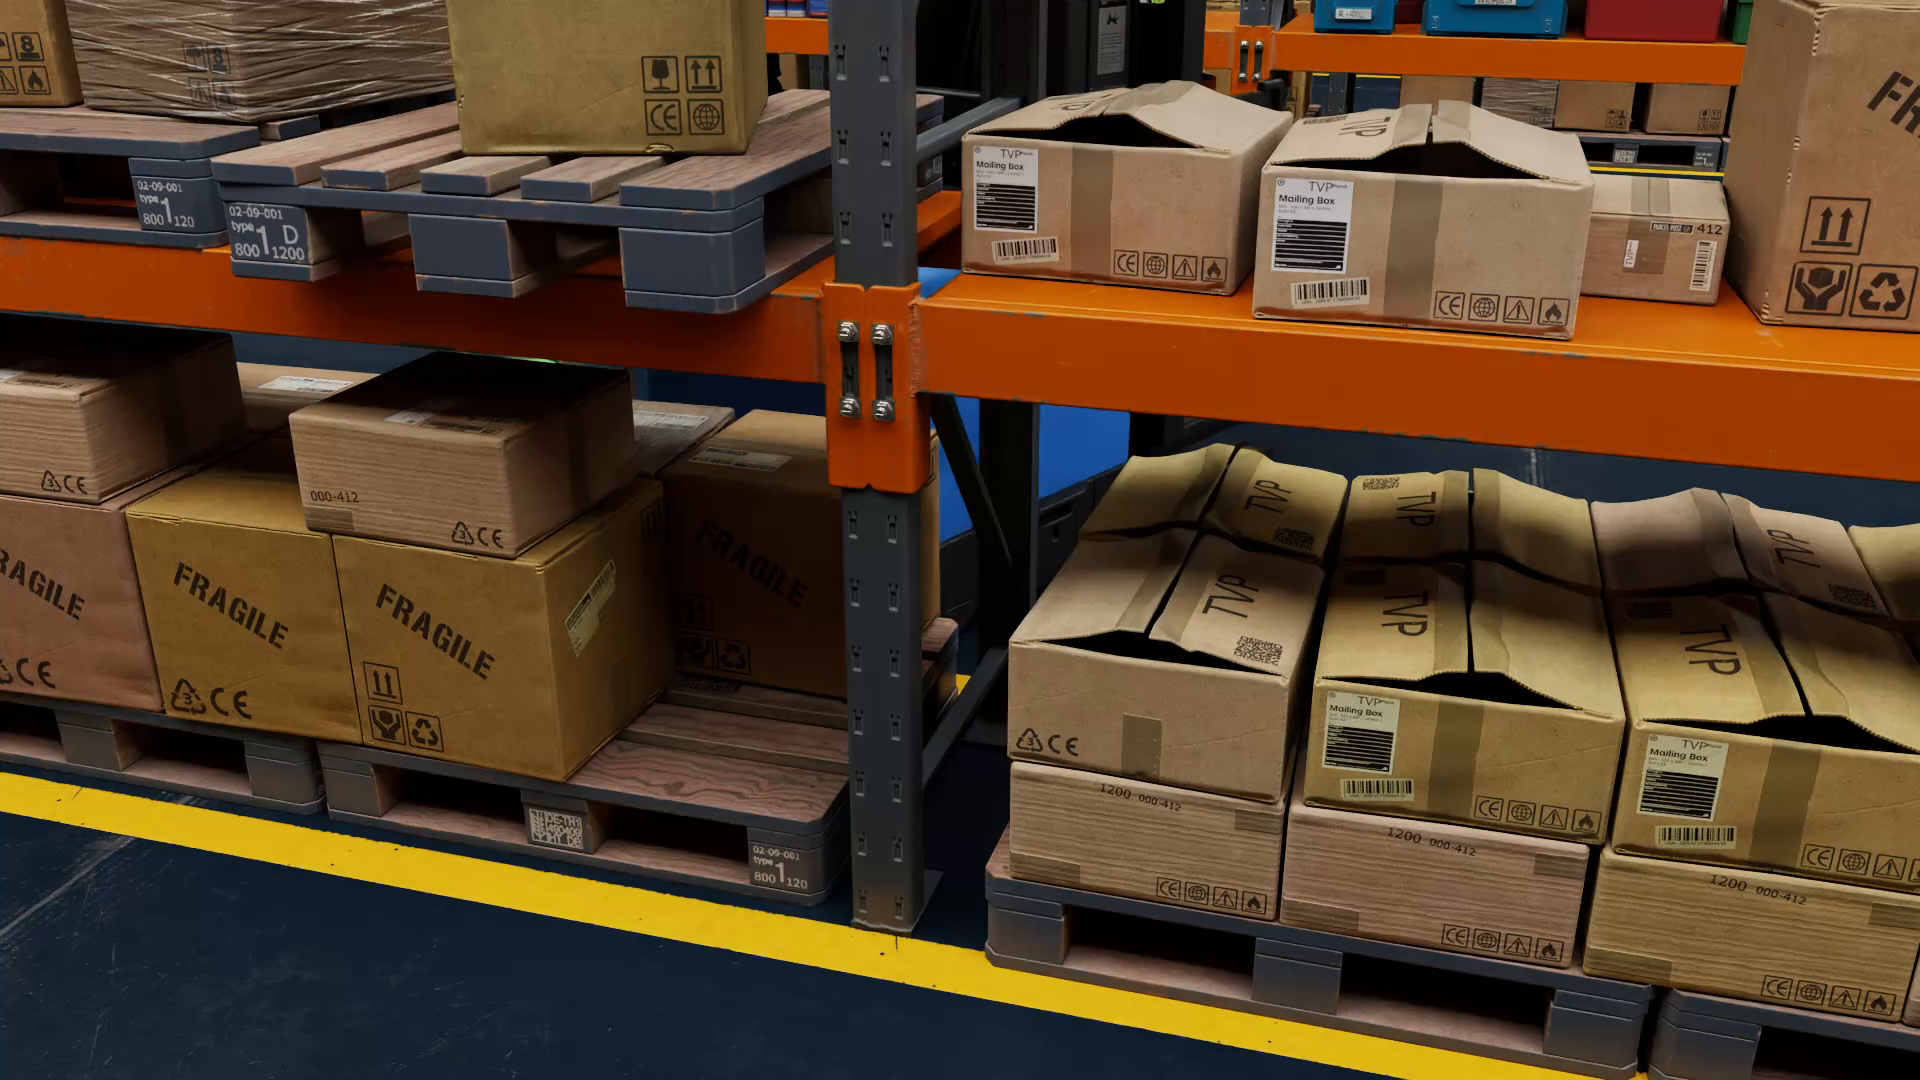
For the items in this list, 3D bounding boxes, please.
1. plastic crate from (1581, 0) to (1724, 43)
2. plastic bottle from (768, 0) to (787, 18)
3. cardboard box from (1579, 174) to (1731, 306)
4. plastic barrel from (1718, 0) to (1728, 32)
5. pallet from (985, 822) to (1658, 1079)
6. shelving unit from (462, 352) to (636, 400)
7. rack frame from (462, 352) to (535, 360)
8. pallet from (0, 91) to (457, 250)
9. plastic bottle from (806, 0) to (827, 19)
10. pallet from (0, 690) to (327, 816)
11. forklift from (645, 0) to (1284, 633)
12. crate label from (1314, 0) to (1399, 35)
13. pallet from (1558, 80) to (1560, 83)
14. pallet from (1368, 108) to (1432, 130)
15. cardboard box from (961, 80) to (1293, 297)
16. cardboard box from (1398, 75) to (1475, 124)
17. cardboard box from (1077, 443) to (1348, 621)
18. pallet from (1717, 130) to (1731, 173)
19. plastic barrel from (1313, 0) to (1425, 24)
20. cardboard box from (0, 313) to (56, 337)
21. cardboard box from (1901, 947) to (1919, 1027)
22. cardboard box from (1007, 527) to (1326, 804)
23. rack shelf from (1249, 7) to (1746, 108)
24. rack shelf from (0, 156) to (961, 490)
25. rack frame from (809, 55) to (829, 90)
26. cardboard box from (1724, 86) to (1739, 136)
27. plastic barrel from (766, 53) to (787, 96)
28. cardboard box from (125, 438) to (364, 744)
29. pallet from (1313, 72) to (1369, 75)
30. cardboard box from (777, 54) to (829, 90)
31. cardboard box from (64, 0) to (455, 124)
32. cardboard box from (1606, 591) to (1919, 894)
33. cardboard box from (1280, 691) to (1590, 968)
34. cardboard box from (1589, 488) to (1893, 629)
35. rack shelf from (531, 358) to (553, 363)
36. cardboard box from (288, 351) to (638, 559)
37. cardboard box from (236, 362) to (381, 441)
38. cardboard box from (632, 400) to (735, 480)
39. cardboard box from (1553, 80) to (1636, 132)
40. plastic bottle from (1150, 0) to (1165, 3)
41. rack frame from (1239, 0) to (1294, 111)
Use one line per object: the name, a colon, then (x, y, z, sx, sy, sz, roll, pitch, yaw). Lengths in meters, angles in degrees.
plastic crate: (2.879, -2.320, 6.889, 0.583, 0.464, 0.402, 7, 23, 16)
plastic bottle: (-0.864, -2.619, 7.871, 0.097, 0.271, 0.097, 0, 22, 0)
cardboard box: (1.223, -0.544, 2.974, 0.250, 0.149, 0.380, 8, 24, 19)
plastic barrel: (3.281, -2.515, 7.270, 0.433, 0.535, 0.433, 0, 22, 0)
pallet: (0.763, 0.615, 3.492, 1.213, 0.211, 1.003, 7, 23, 16)
shelving unit: (-1.191, -0.460, 4.810, 0.503, 1.200, 0.258, 19, 29, 39)
rack frame: (-1.369, -0.523, 4.964, 0.015, 1.200, 0.240, 19, 29, 39)
pallet: (-1.877, -0.902, 3.769, 1.213, 0.211, 1.003, 7, 23, 16)
plastic bottle: (-0.629, -2.638, 7.813, 0.185, 0.351, 0.144, 7, 23, 16)
pallet: (-1.882, 0.281, 4.307, 1.213, 0.211, 1.003, 7, 23, 16)
forklift: (0.416, -1.565, 5.223, 1.130, 2.935, 3.031, 18, 28, 37)
crate label: (1.715, -2.319, 7.191, 0.416, 0.233, 0.303, 7, 23, 16)
pallet: (6.278, -4.631, 16.281, 1.213, 0.211, 1.003, 7, 23, 16)
pallet: (3.599, -3.002, 12.310, 1.213, 0.211, 1.003, 7, 23, 16)
cardboard box: (0.322, -0.682, 3.098, 0.500, 0.311, 0.500, 8, 24, 19)
cardboard box: (3.498, -3.359, 12.220, 0.500, 0.500, 0.700, 5, 23, 13)
cardboard box: (0.559, 0.007, 3.631, 0.500, 0.311, 0.500, 7, 23, 17)
pallet: (5.935, -2.734, 11.658, 1.213, 0.211, 1.003, 7, 23, 16)
plastic barrel: (1.952, -2.701, 7.722, 0.708, 0.536, 0.600, 7, 23, 16)
cardboard box: (-2.493, -0.361, 3.922, 0.500, 0.250, 0.500, 7, 23, 16)
cardboard box: (1.874, 0.629, 2.855, 0.500, 0.250, 0.500, 7, 23, 17)
cardboard box: (0.402, 0.203, 3.153, 0.500, 0.311, 0.500, 7, 23, 17)
rack shelf: (3.335, -2.026, 7.206, 4.000, 0.370, 1.077, 7, 23, 16)
rack shelf: (-1.929, -0.666, 3.888, 4.000, 0.370, 1.077, 7, 23, 16)
rack frame: (-0.978, -4.817, 13.060, 0.127, 3.000, 1.000, 7, 23, 16)
cardboard box: (5.648, -3.121, 11.640, 0.500, 0.500, 0.700, 6, 23, 15)
plastic barrel: (-1.215, -2.097, 8.641, 0.708, 0.901, 0.600, 7, 23, 16)
cardboard box: (-1.473, 0.100, 3.789, 0.500, 0.500, 0.500, 6, 23, 14)
pallet: (3.633, -4.965, 17.096, 1.213, 0.211, 1.003, 7, 23, 16)
cardboard box: (-1.587, -4.129, 13.630, 0.875, 0.875, 0.875, 7, 23, 16)
cardboard box: (-1.470, -1.218, 3.601, 0.500, 0.500, 0.700, 11, 25, 25)
cardboard box: (1.395, 0.315, 2.882, 0.500, 0.311, 0.500, 6, 23, 14)
cardboard box: (0.884, 0.518, 3.126, 0.500, 0.250, 0.500, 6, 23, 14)
cardboard box: (1.540, 0.118, 3.361, 0.500, 0.311, 0.500, 6, 23, 15)
rack shelf: (-1.191, -0.401, 4.834, 0.480, 0.148, 0.258, 19, 29, 39)
cardboard box: (-1.032, -0.195, 3.519, 0.500, 0.250, 0.500, 7, 23, 18)
cardboard box: (-1.850, -0.148, 4.391, 0.500, 0.500, 0.500, 6, 23, 14)
cardboard box: (-0.870, -0.035, 4.118, 0.500, 0.500, 0.500, 6, 23, 14)
cardboard box: (4.578, -3.243, 11.938, 0.500, 0.500, 0.700, 9, 24, 20)
plastic bottle: (0.910, -2.414, 7.356, 0.133, 0.283, 0.061, 7, 23, 16)
rack frame: (1.420, -2.579, 7.604, 0.127, 3.000, 1.000, 7, 23, 16)
